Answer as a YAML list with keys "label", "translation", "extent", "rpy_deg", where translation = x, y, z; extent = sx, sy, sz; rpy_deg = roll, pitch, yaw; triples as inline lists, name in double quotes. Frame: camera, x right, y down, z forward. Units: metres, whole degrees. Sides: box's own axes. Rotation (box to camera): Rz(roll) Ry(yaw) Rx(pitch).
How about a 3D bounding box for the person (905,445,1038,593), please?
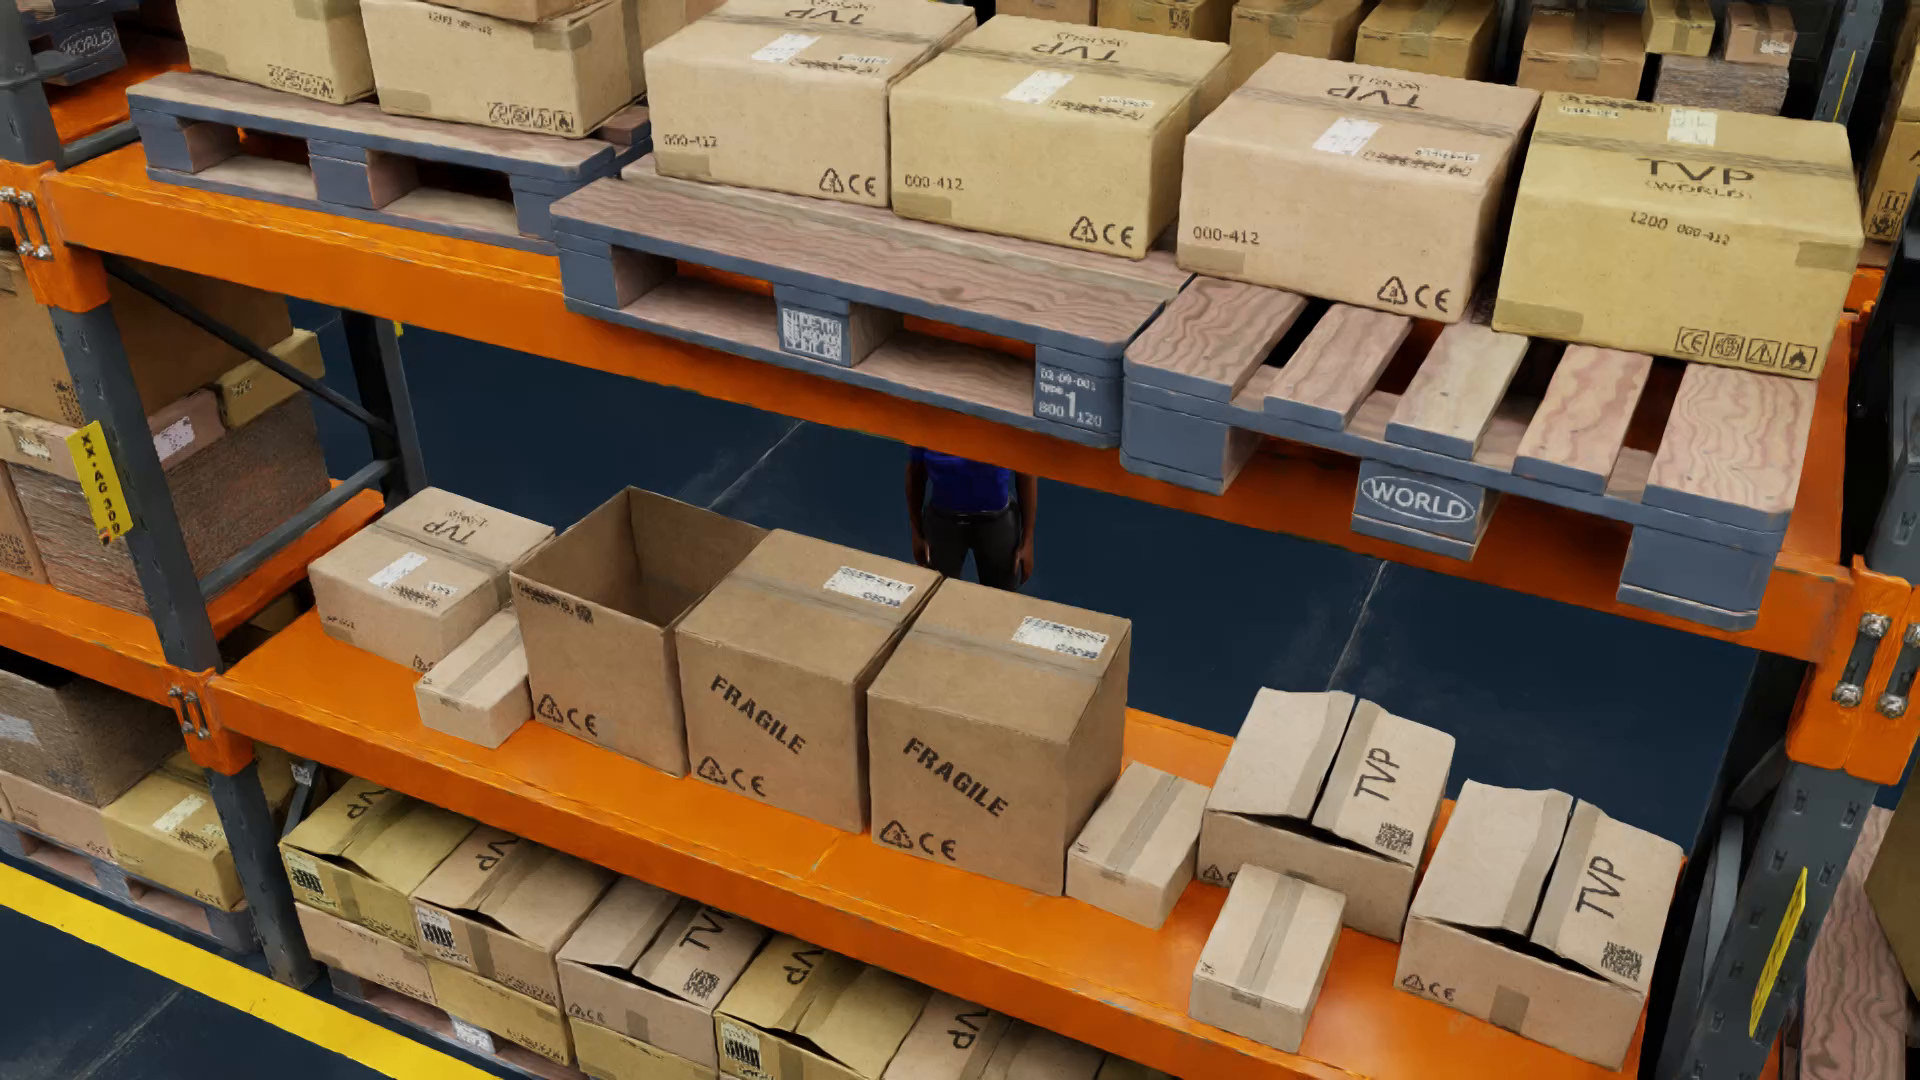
- label: "person"
  translation: [0.033, -0.003, 6.150]
  extent: [0.497, 1.698, 0.372]
  rpy_deg: [3, 34, 5]
